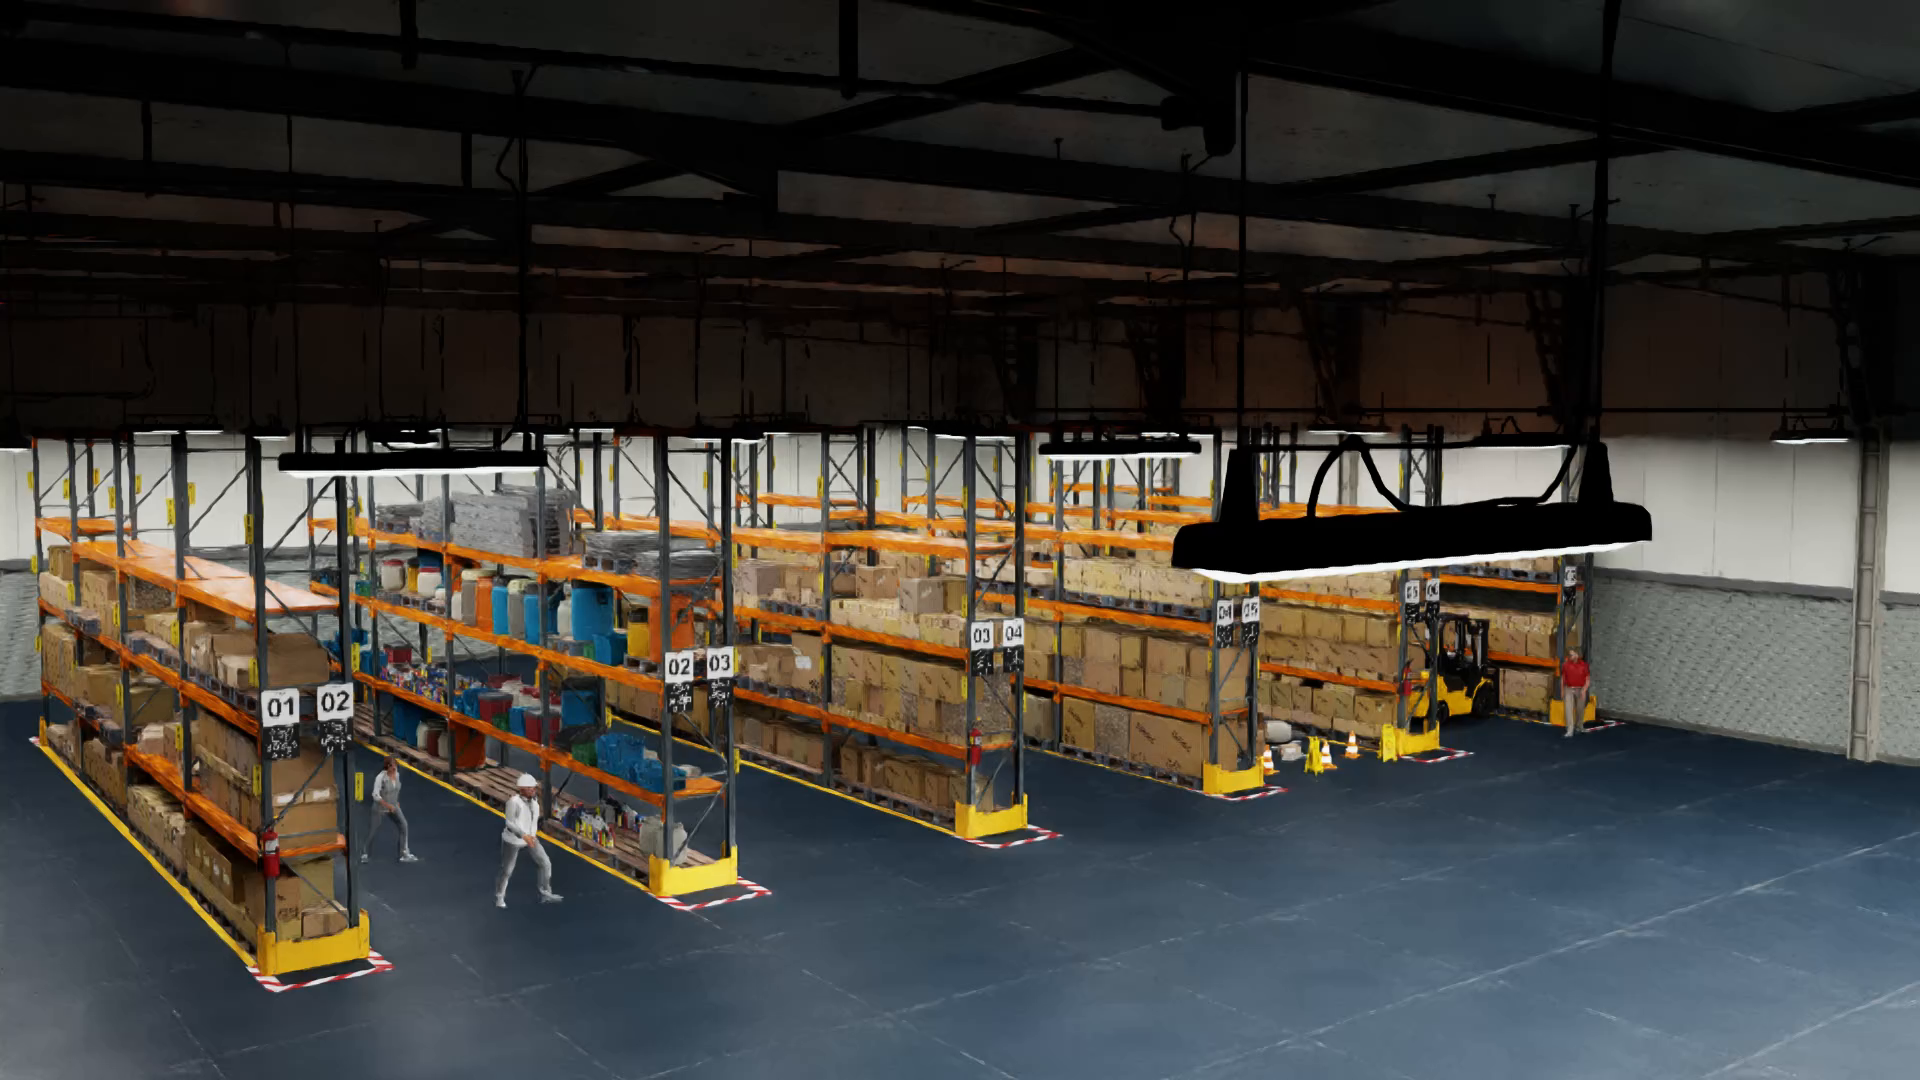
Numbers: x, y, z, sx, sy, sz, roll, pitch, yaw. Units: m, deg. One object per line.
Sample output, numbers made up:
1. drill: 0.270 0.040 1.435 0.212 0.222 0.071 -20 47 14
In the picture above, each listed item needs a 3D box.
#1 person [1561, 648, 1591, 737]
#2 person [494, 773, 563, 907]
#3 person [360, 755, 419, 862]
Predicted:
1. person: 11.961 2.940 32.303 0.569 1.713 0.718 2 5 24
2. person: -5.583 3.804 21.175 0.780 1.717 0.656 3 5 33
3. person: -8.012 3.733 23.187 0.786 1.525 0.554 3 5 35
